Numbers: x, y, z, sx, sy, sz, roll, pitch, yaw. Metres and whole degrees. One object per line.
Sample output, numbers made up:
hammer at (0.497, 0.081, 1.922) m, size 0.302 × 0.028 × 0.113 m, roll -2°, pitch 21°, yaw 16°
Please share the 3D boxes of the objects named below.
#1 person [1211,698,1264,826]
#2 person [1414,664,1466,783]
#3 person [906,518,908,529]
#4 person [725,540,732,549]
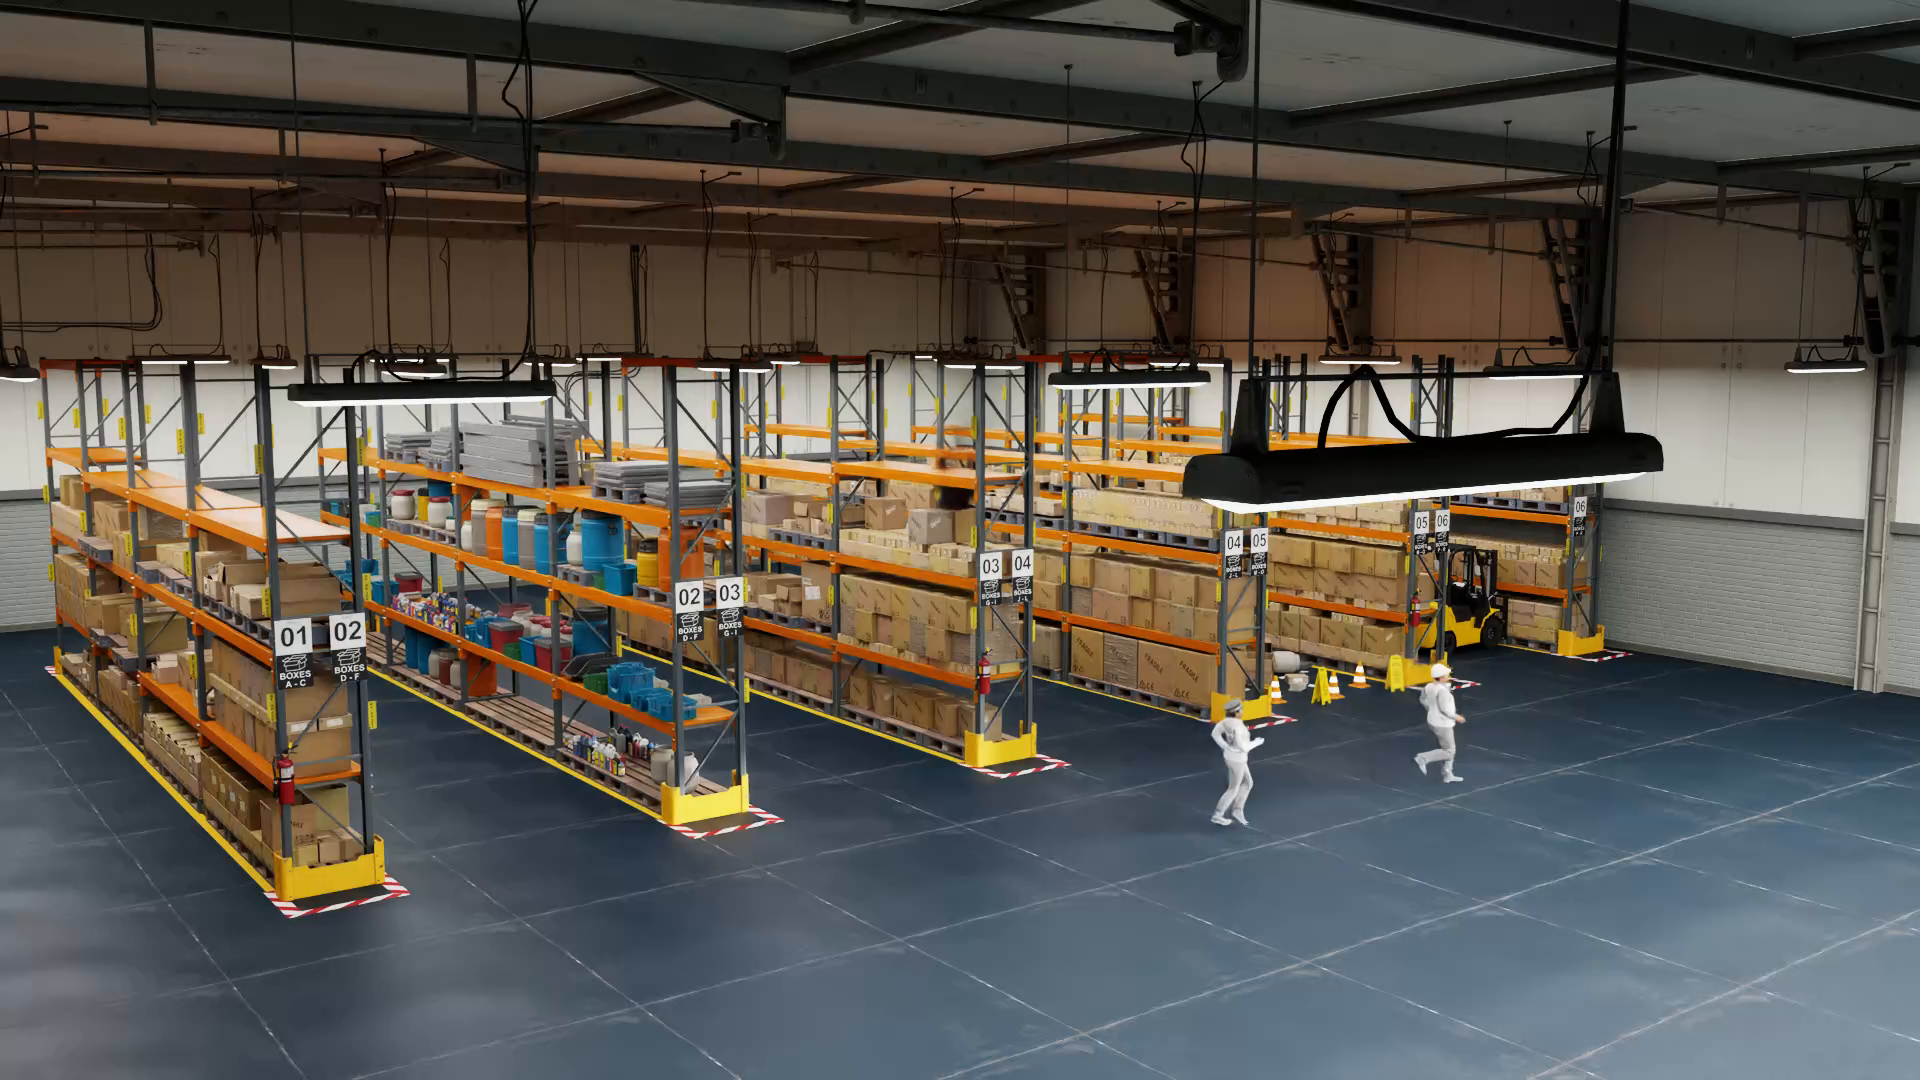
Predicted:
person at (3.595, 2.908, 21.627) m, size 0.684 × 1.728 × 0.592 m, roll -1°, pitch 7°, yaw -7°
person at (6.839, 2.627, 23.761) m, size 0.778 × 1.743 × 0.661 m, roll -1°, pitch 7°, yaw -8°
person at (-1.466, 0.053, 44.882) m, size 1.038 × 1.716 × 0.760 m, roll 1°, pitch 7°, yaw 9°
person at (-5.811, 0.511, 41.269) m, size 0.658 × 1.818 × 0.756 m, roll -6°, pitch 9°, yaw -43°
